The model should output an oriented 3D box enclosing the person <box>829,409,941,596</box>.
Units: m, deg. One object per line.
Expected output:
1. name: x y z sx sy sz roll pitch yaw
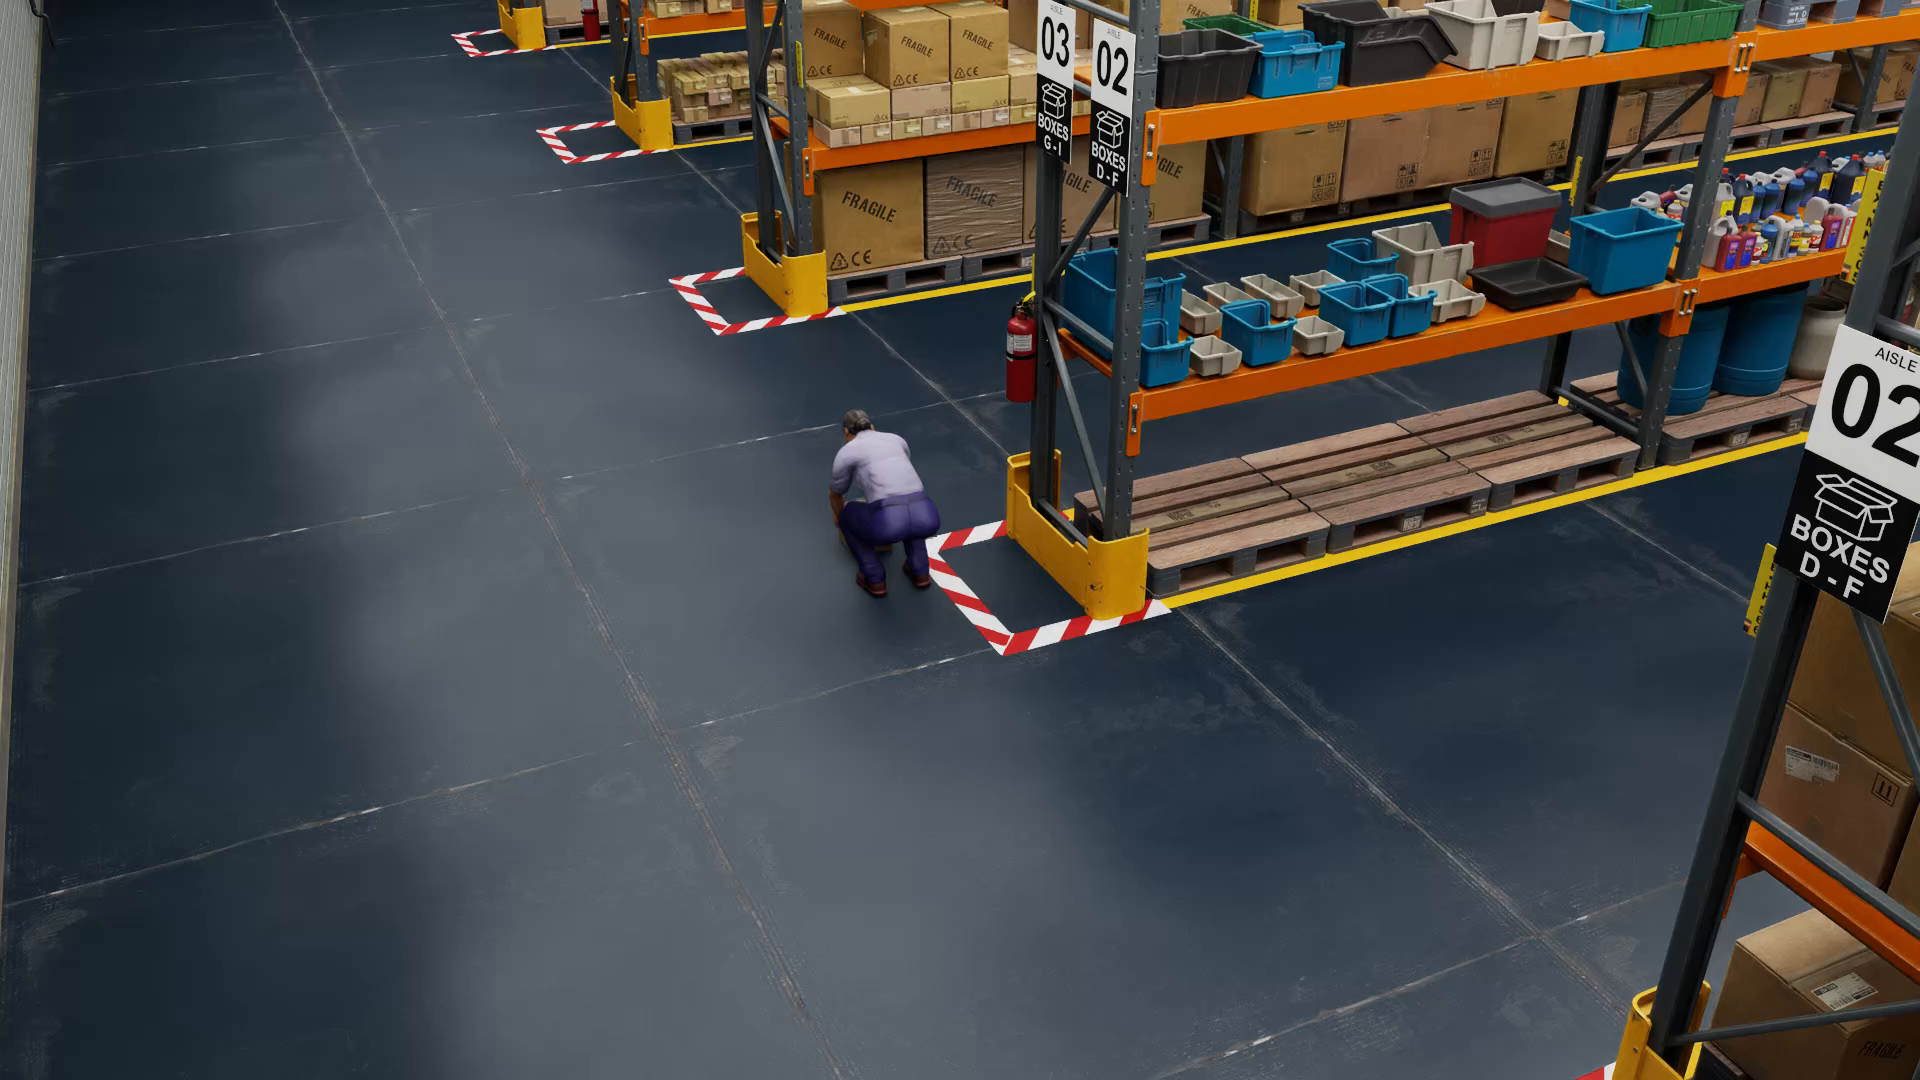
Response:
1. person: -0.443 -0.206 9.547 0.526 0.940 0.823 -11 32 -19
